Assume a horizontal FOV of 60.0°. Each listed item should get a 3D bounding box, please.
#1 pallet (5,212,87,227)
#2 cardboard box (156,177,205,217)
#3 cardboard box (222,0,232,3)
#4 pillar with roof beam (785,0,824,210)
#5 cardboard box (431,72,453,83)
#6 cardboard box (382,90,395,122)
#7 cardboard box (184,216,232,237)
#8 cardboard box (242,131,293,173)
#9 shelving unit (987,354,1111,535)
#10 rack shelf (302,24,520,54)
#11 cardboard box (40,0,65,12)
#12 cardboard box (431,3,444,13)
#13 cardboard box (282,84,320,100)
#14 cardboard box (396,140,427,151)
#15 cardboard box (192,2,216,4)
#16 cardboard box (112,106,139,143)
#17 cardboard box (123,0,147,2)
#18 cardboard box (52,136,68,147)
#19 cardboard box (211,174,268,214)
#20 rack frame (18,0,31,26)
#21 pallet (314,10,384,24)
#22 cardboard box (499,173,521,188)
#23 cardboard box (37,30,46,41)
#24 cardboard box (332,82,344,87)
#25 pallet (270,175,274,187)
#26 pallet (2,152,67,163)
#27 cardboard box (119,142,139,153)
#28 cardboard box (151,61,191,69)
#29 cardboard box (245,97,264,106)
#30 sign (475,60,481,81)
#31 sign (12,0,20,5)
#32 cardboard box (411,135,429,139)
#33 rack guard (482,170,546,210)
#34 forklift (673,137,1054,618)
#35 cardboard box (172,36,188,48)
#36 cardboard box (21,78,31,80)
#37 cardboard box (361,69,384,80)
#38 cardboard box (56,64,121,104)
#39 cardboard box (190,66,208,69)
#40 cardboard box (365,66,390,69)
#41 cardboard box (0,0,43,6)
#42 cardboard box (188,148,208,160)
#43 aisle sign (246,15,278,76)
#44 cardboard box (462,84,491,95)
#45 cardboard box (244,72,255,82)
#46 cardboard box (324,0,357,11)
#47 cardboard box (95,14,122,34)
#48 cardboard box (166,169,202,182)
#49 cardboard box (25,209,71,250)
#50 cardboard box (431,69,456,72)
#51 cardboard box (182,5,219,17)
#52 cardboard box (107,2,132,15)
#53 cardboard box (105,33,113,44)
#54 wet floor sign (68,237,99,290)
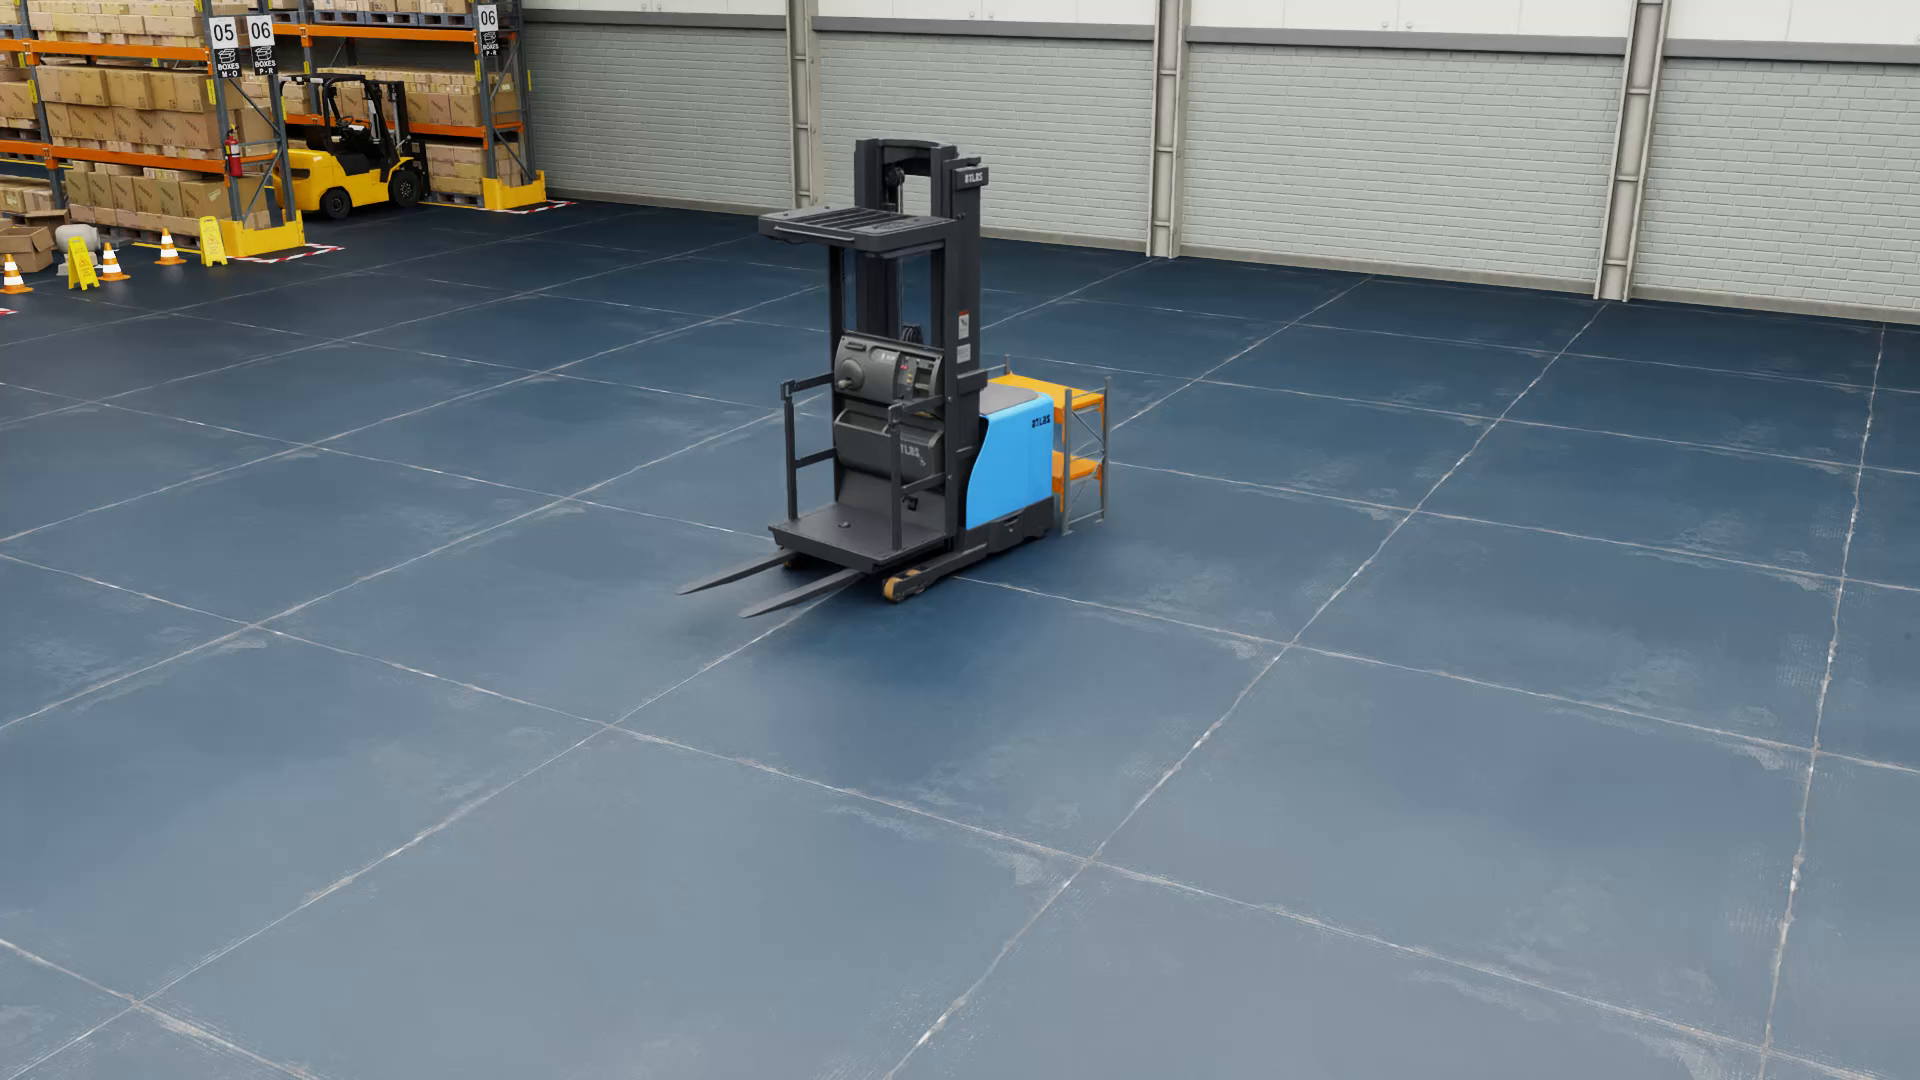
[{"bbox_3d":[-14.039,-5.029,25.920,1.213,0.211,1.003,11,23,27],"label":"pallet"},{"bbox_3d":[-11.151,-4.944,23.914,0.500,0.500,0.500,12,23,29],"label":"cardboard box"},{"bbox_3d":[-12.723,-9.446,29.215,0.250,0.149,0.380,10,22,27],"label":"cardboard box"},{"bbox_3d":[-4.479,-7.949,21.082,0.400,9.000,9.100,11,23,27],"label":"pillar with roof beam"},{"bbox_3d":[-8.518,-7.643,27.503,0.250,0.149,0.380,11,23,28],"label":"cardboard box"},{"bbox_3d":[-9.347,-7.329,28.025,0.500,0.500,0.500,11,23,28],"label":"cardboard box"},{"bbox_3d":[-10.725,-4.509,23.813,0.500,0.250,0.500,11,23,27],"label":"cardboard box"},{"bbox_3d":[-12.733,-7.109,30.432,0.625,0.625,0.875,10,22,25],"label":"cardboard box"},{"bbox_3d":[0.579,-0.748,12.779,1.048,1.125,0.538,18,27,40],"label":"shelving unit"},{"bbox_3d":[-9.195,-8.429,27.858,4.000,0.370,1.077,11,23,27],"label":"rack shelf"},{"bbox_3d":[-13.002,-7.694,23.976,0.250,0.149,0.380,12,23,29],"label":"cardboard box"},{"bbox_3d":[-8.321,-8.608,26.903,0.250,0.149,0.380,10,22,26],"label":"cardboard box"},{"bbox_3d":[-11.495,-7.859,29.119,0.500,0.250,0.500,10,22,26],"label":"cardboard box"},{"bbox_3d":[-9.336,-6.633,28.203,0.500,0.250,0.500,10,22,26],"label":"cardboard box"},{"bbox_3d":[-10.493,-7.429,23.248,0.250,0.149,0.380,11,23,27],"label":"cardboard box"},{"bbox_3d":[-11.778,-6.000,23.923,0.500,0.500,0.500,11,23,28],"label":"cardboard box"},{"bbox_3d":[-11.810,-7.694,23.978,0.250,0.149,0.380,11,23,28],"label":"cardboard box"},{"bbox_3d":[-13.240,-5.945,24.724,0.250,0.149,0.380,11,23,27],"label":"cardboard box"},{"bbox_3d":[-10.457,-5.023,24.131,0.500,0.500,0.500,10,22,26],"label":"cardboard box"},{"bbox_3d":[-13.359,-9.031,24.065,0.127,3.000,1.000,11,23,27],"label":"rack frame"},{"bbox_3d":[-10.184,-8.924,28.298,1.213,0.211,1.003,11,23,27],"label":"pallet"},{"bbox_3d":[-7.783,-6.069,28.113,0.500,0.250,0.500,11,23,28],"label":"cardboard box"},{"bbox_3d":[-13.205,-7.377,24.272,0.250,0.149,0.380,10,22,26],"label":"cardboard box"},{"bbox_3d":[-10.564,-7.867,28.557,0.250,0.149,0.380,11,23,29],"label":"cardboard box"},{"bbox_3d":[-11.604,-6.489,29.945,1.213,0.211,1.003,11,23,27],"label":"pallet"},{"bbox_3d":[-18.525,-7.823,33.623,1.213,0.211,1.003,11,23,27],"label":"pallet"},{"bbox_3d":[-11.894,-5.696,24.037,0.250,0.149,0.380,11,23,27],"label":"cardboard box"},{"bbox_3d":[-14.806,-8.731,31.273,0.500,0.500,0.500,12,23,30],"label":"cardboard box"},{"bbox_3d":[-12.369,-7.798,29.684,0.500,0.250,0.500,11,23,28],"label":"cardboard box"},{"bbox_3d":[-7.726,-7.520,26.653,0.005,0.325,0.100,11,23,27],"label":"sign"},{"bbox_3d":[-13.626,-7.883,23.964,0.005,0.325,0.100,11,23,27],"label":"sign"},{"bbox_3d":[-9.533,-6.872,28.861,0.500,0.250,0.500,11,23,28],"label":"cardboard box"},{"bbox_3d":[-7.428,-5.845,27.745,0.348,0.500,1.175,11,23,27],"label":"rack guard"},{"bbox_3d":[-0.631,-1.152,11.242,1.130,2.935,3.031,16,25,37],"label":"forklift"},{"bbox_3d":[-10.548,-6.845,22.807,0.250,0.149,0.380,11,23,28],"label":"cardboard box"},{"bbox_3d":[-14.491,-6.928,25.866,0.500,0.500,0.500,11,22,27],"label":"cardboard box"},{"bbox_3d":[-9.894,-7.875,28.141,0.250,0.149,0.380,10,22,26],"label":"cardboard box"},{"bbox_3d":[-12.645,-6.639,24.218,0.500,0.500,0.700,11,23,28],"label":"cardboard box"},{"bbox_3d":[-14.051,-8.713,30.887,0.250,0.149,0.380,12,23,29],"label":"cardboard box"},{"bbox_3d":[-10.079,-8.124,28.828,0.250,0.149,0.380,11,22,27],"label":"cardboard box"},{"bbox_3d":[-13.927,-8.041,24.607,0.500,0.250,0.500,11,23,29],"label":"cardboard box"},{"bbox_3d":[-10.573,-5.435,23.318,0.250,0.149,0.380,10,22,27],"label":"cardboard box"},{"bbox_3d":[-9.661,-6.850,23.037,0.004,0.787,0.394,11,23,27],"label":"aisle sign"},{"bbox_3d":[-7.889,-7.350,27.131,0.250,0.149,0.380,11,23,28],"label":"cardboard box"},{"bbox_3d":[-12.478,-8.236,29.572,0.250,0.149,0.380,11,23,28],"label":"cardboard box"},{"bbox_3d":[-10.334,-9.091,27.997,0.500,0.311,0.500,11,23,28],"label":"cardboard box"},{"bbox_3d":[-11.781,-7.282,23.427,0.500,0.250,0.500,11,23,28],"label":"cardboard box"},{"bbox_3d":[-11.046,-5.205,23.680,0.250,0.149,0.380,12,23,29],"label":"cardboard box"},{"bbox_3d":[-13.087,-4.454,23.906,0.500,0.500,0.500,-7,21,-20],"label":"cardboard box"},{"bbox_3d":[-8.720,-7.883,28.165,0.250,0.149,0.380,10,22,26],"label":"cardboard box"},{"bbox_3d":[-10.306,-7.181,22.563,0.250,0.149,0.380,11,23,28],"label":"cardboard box"},{"bbox_3d":[-11.661,-7.426,23.238,0.250,0.149,0.380,11,23,29],"label":"cardboard box"},{"bbox_3d":[-11.858,-7.121,23.567,0.250,0.149,0.380,11,23,28],"label":"cardboard box"},{"bbox_3d":[-11.202,-3.533,21.159,0.232,0.644,0.267,7,21,18],"label":"wet floor sign"}]
